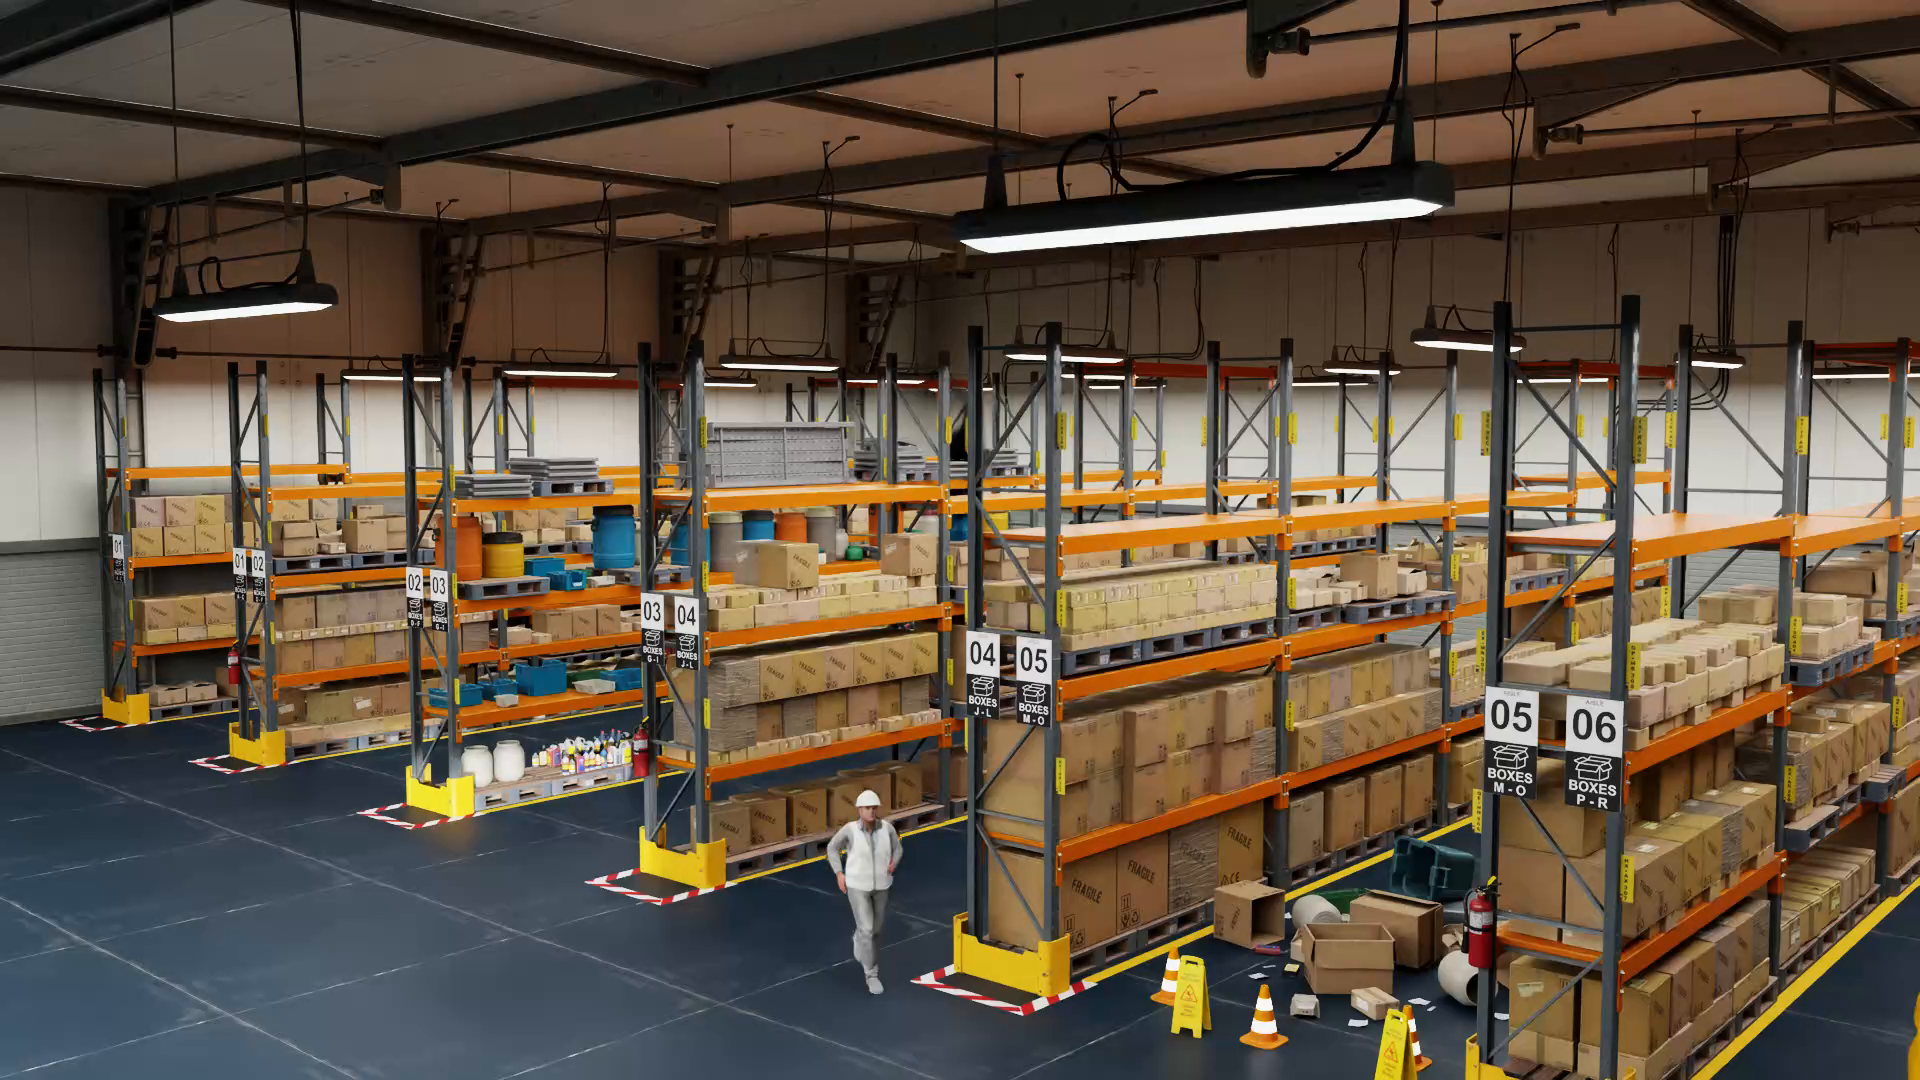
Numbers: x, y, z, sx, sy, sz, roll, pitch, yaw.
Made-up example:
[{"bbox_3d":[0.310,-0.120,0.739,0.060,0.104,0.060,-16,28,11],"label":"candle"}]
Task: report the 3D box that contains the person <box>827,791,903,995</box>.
[{"bbox_3d":[-0.848,3.170,15.258,0.696,1.777,0.885,-2,5,-22],"label":"person"}]
